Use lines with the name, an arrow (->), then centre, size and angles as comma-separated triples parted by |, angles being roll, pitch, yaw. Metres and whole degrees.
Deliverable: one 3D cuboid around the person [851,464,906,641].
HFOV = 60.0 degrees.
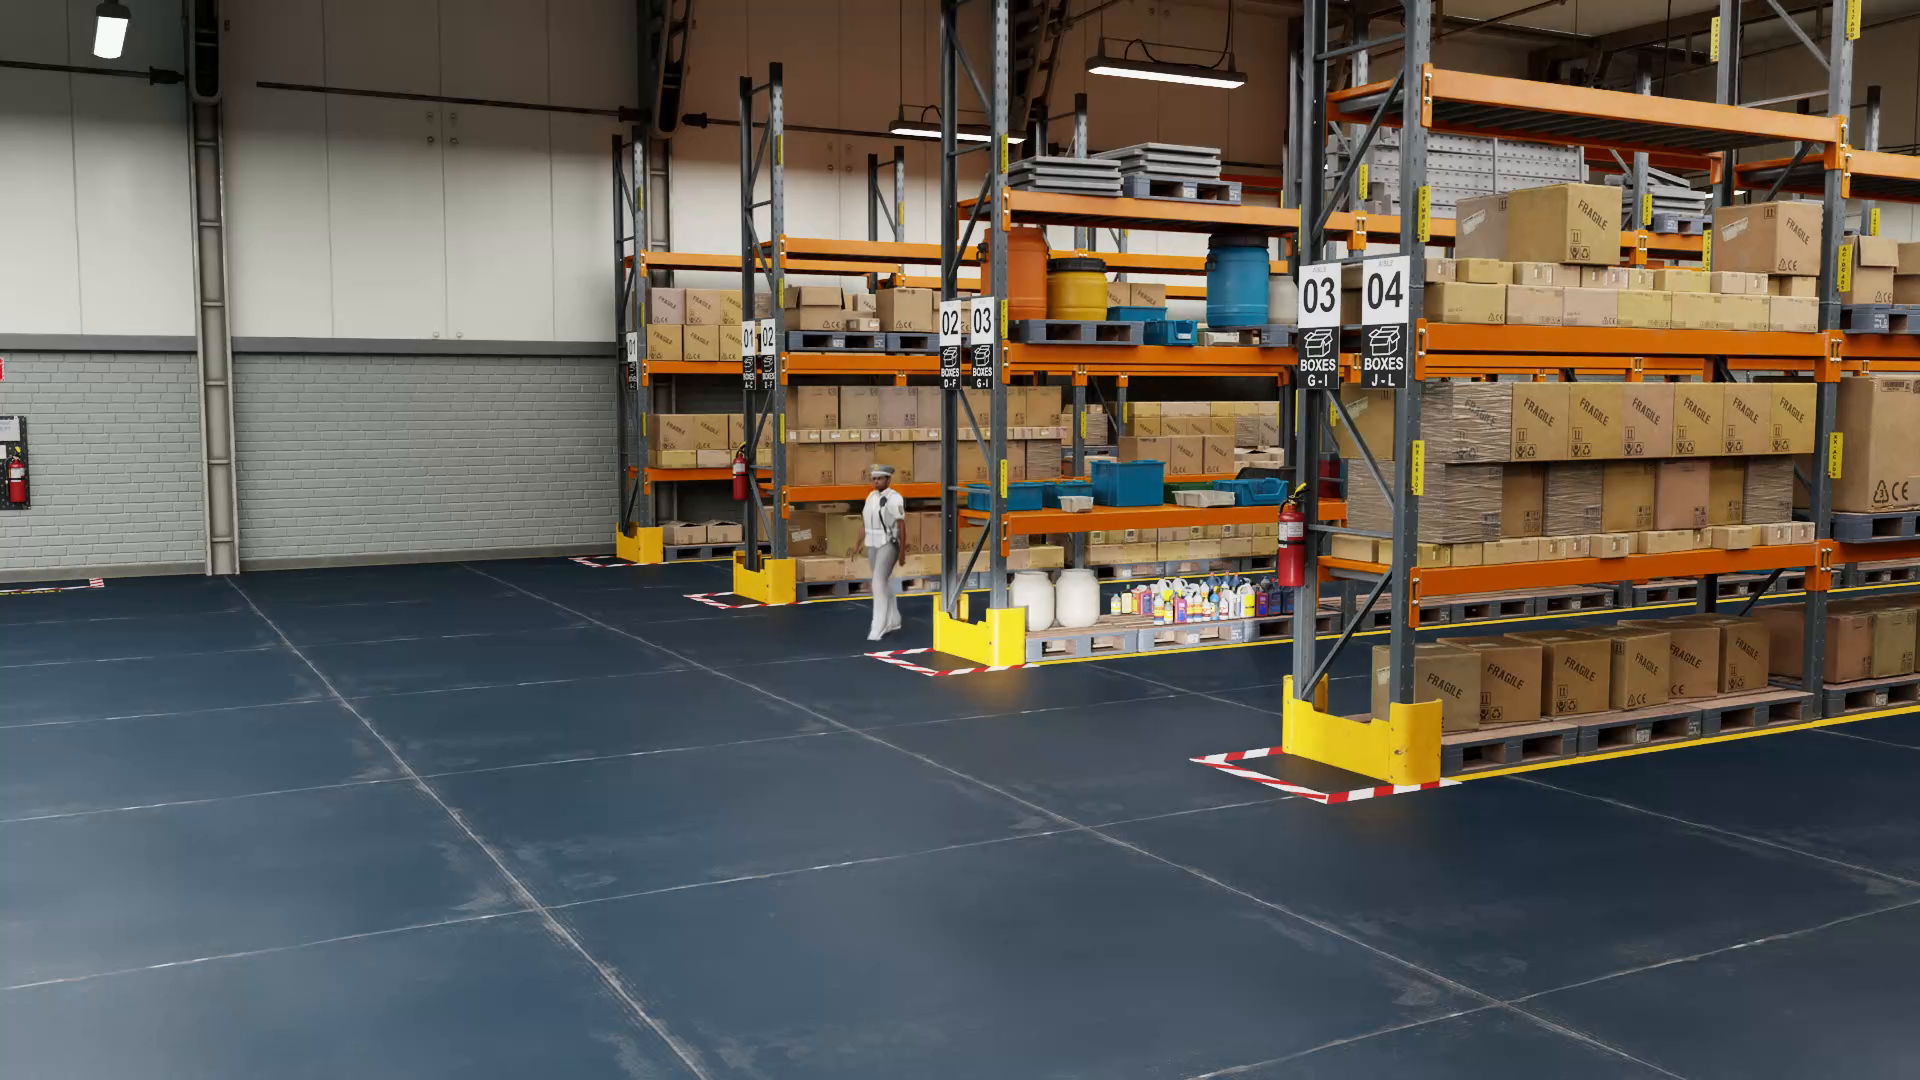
person -> -0.778, 0.130, 16.200 | 0.463, 1.749, 0.596 | 5, 7, 44
